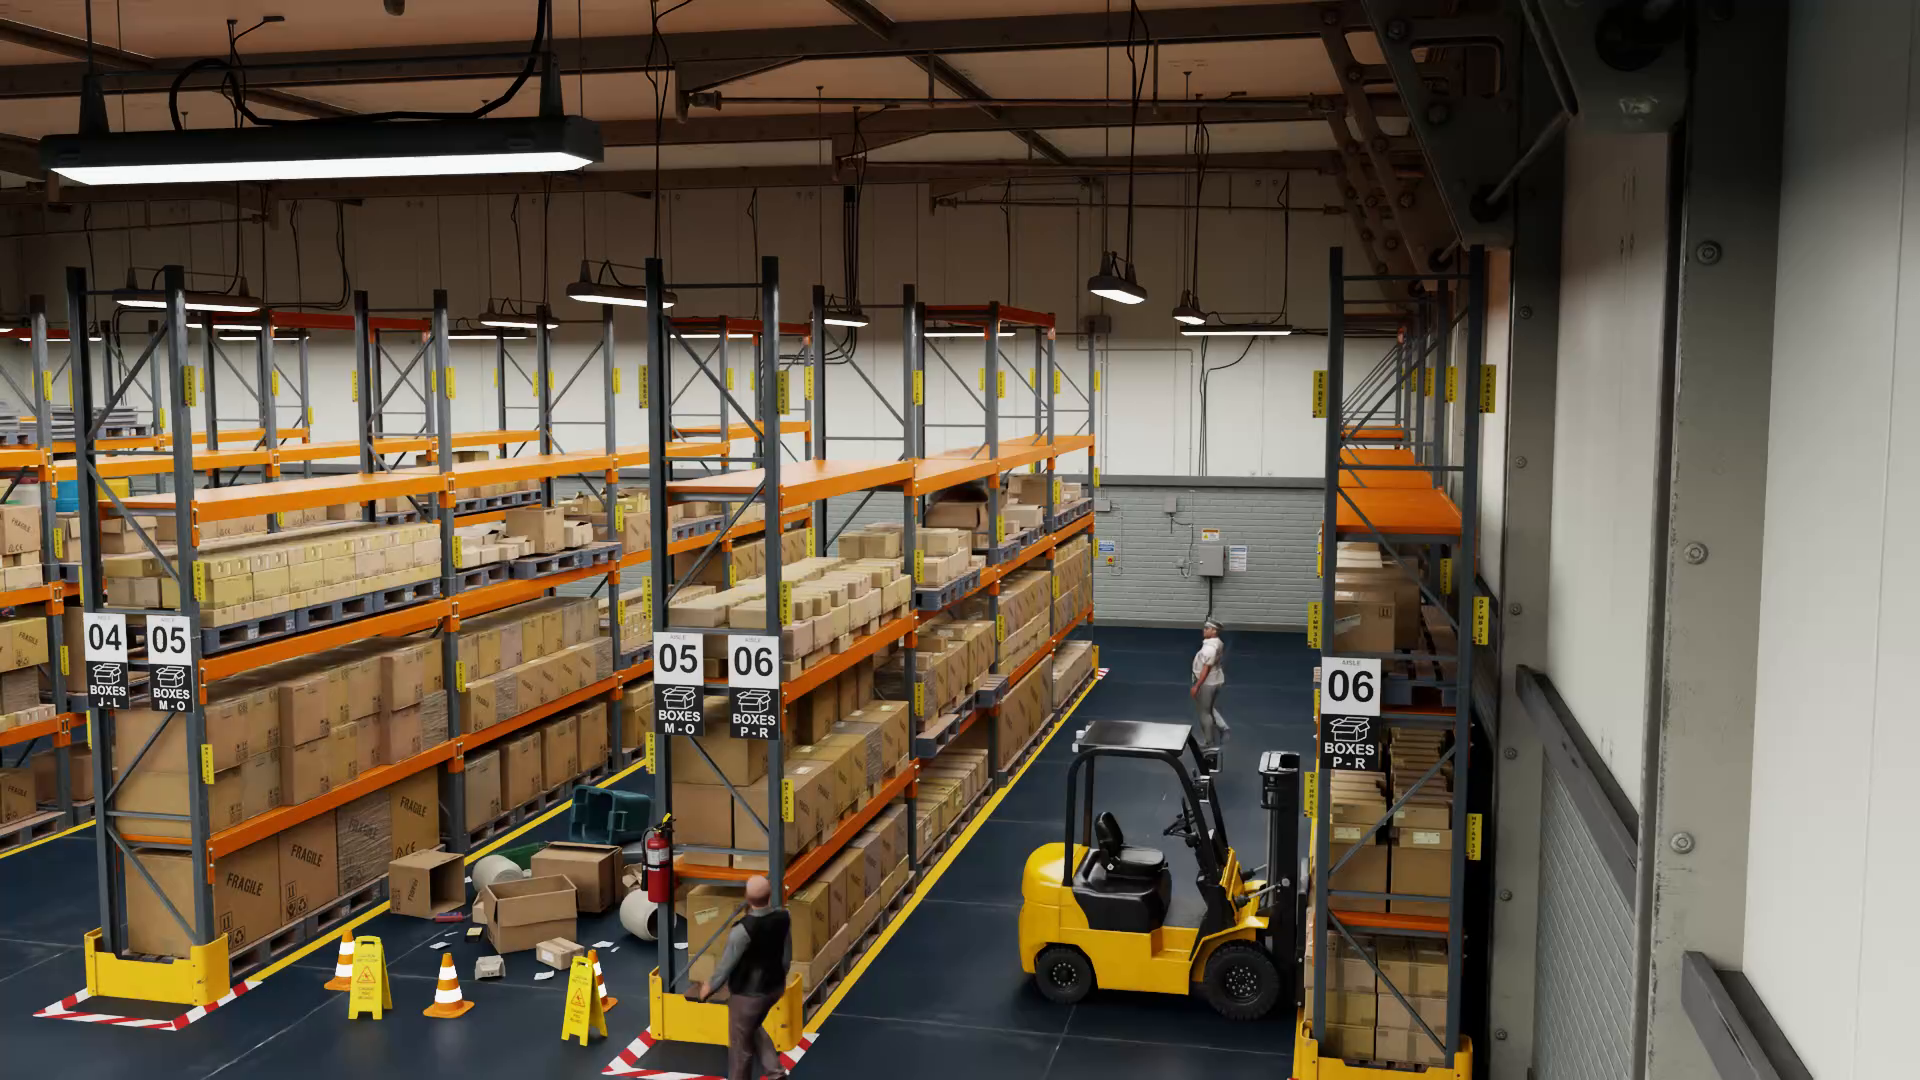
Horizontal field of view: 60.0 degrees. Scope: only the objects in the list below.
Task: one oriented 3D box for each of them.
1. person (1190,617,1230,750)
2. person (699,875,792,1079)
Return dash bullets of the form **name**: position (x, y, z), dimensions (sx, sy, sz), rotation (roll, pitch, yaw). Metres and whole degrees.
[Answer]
- **person**: position (3.253, 1.885, 21.839), dimensions (0.511, 1.767, 0.609), rotation (5, 8, 40)
- **person**: position (-1.506, 3.143, 11.629), dimensions (0.623, 1.701, 0.593), rotation (3, 7, 28)
